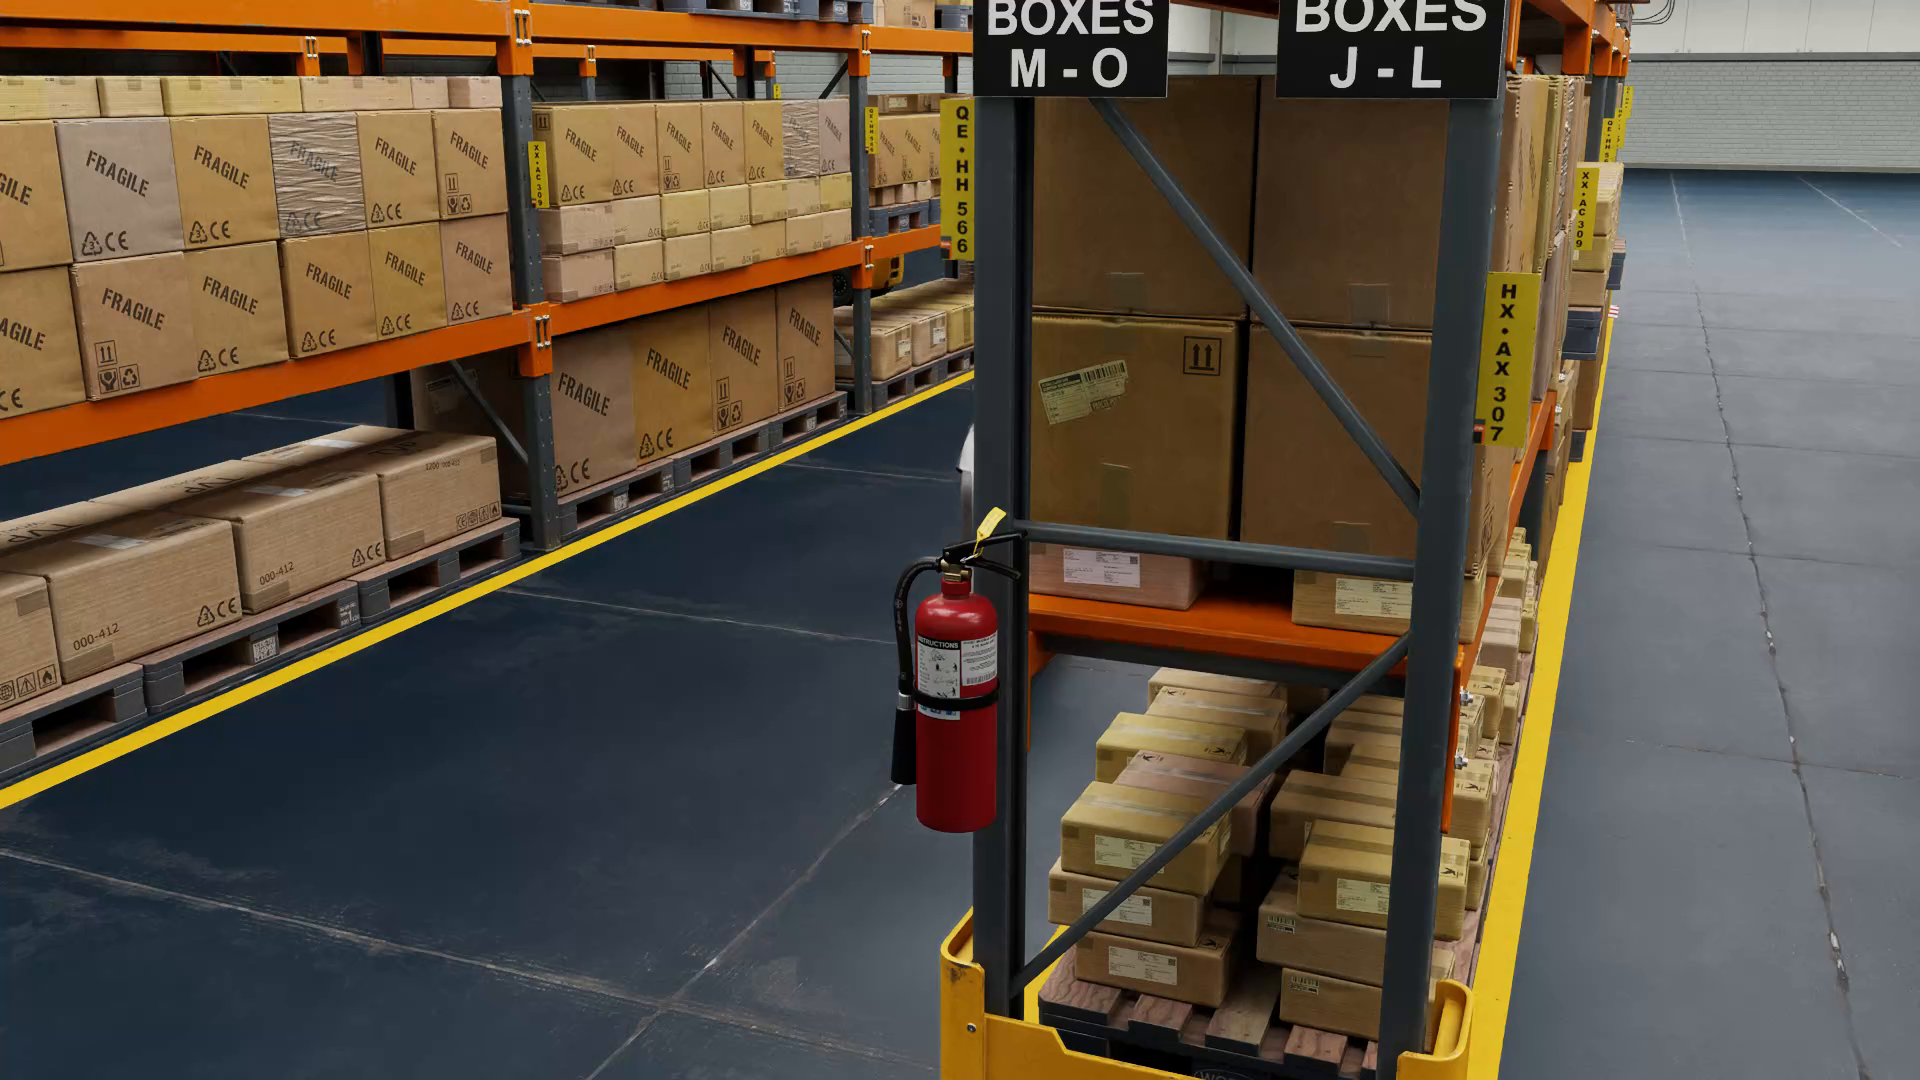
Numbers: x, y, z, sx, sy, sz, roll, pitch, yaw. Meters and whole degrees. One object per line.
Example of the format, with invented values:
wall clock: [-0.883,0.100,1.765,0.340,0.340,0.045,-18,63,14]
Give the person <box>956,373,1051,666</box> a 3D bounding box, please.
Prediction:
person: [0.234,-0.222,7.087,0.405,1.530,0.693,6,17,20]
